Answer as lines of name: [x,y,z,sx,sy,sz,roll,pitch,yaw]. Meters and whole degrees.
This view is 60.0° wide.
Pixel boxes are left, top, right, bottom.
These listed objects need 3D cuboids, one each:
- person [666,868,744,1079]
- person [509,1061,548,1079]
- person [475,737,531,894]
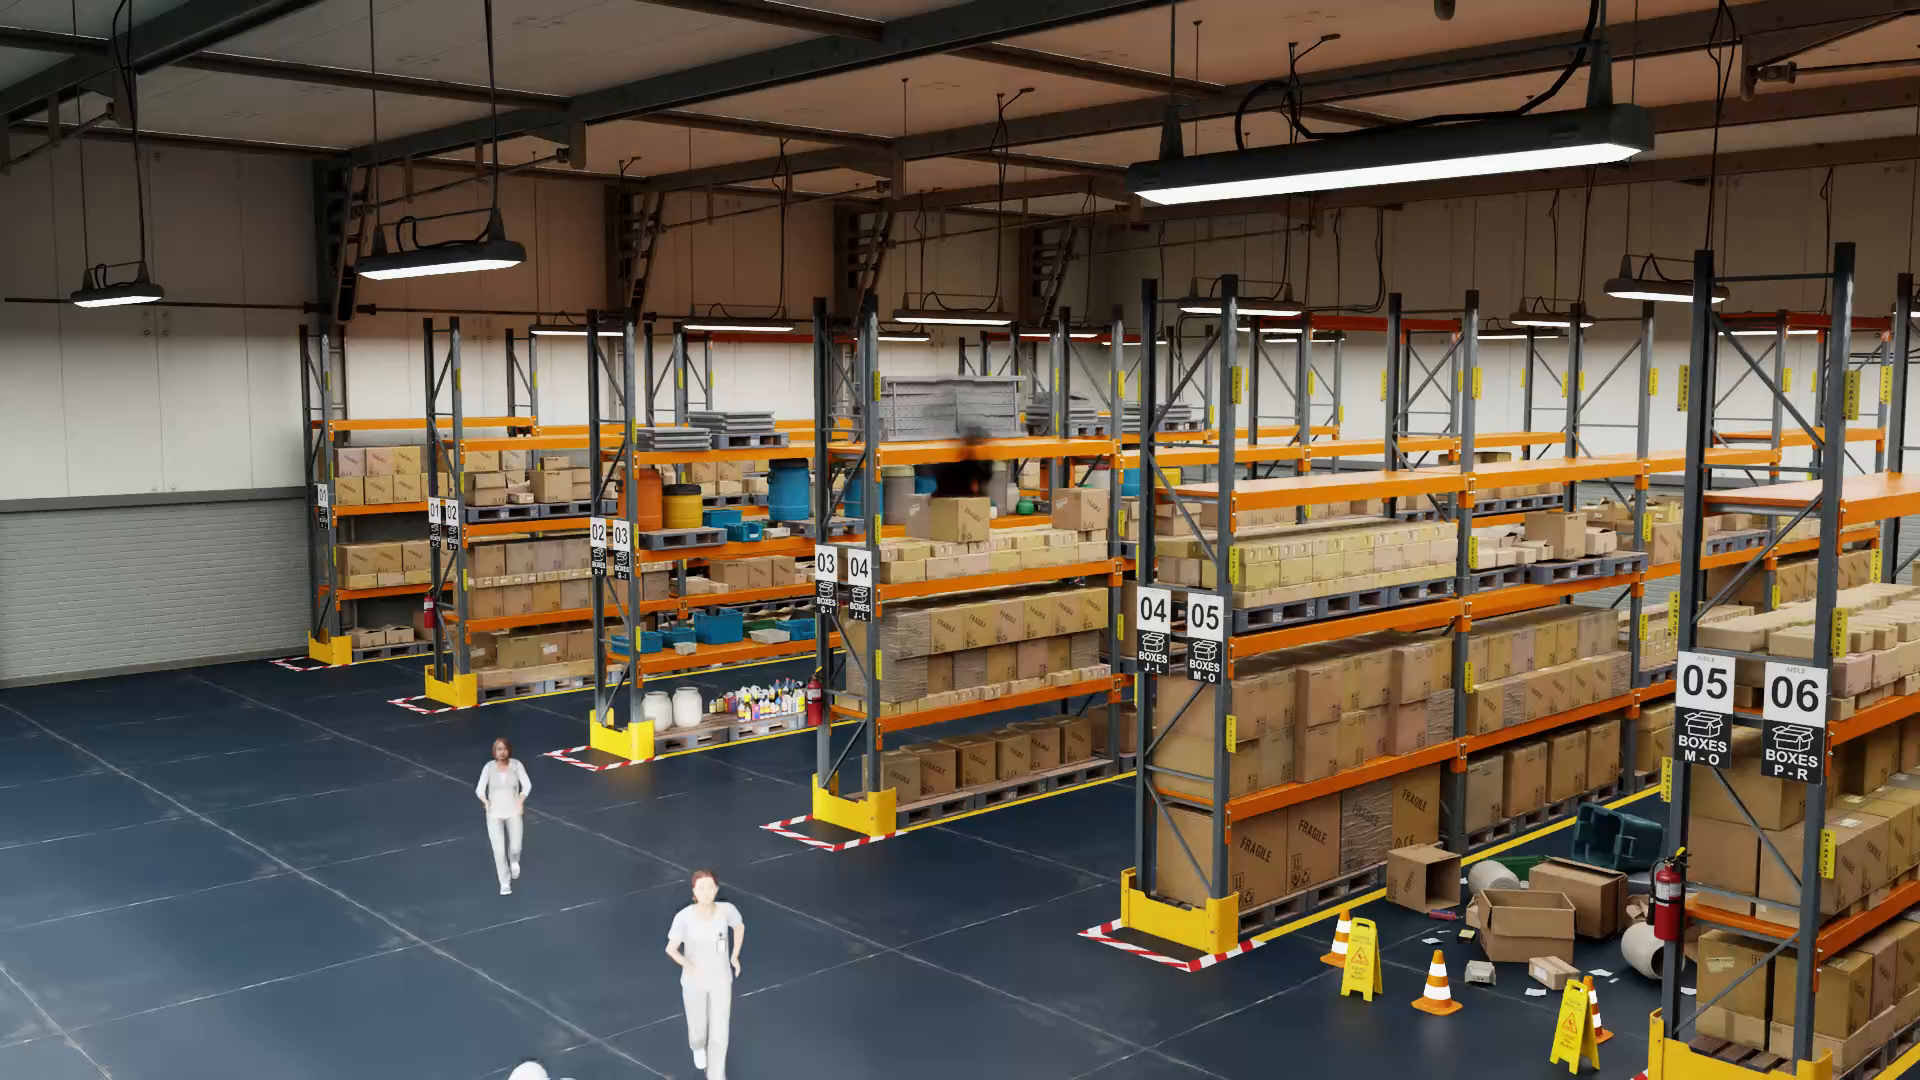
person: [-1.791,3.143,11.781,0.568,1.663,0.935,-1,6,-13]
person: [-2.100,3.449,8.263,0.691,1.789,0.895,-1,6,-6]
person: [-4.527,2.729,16.505,0.532,1.550,0.560,-2,6,-15]
